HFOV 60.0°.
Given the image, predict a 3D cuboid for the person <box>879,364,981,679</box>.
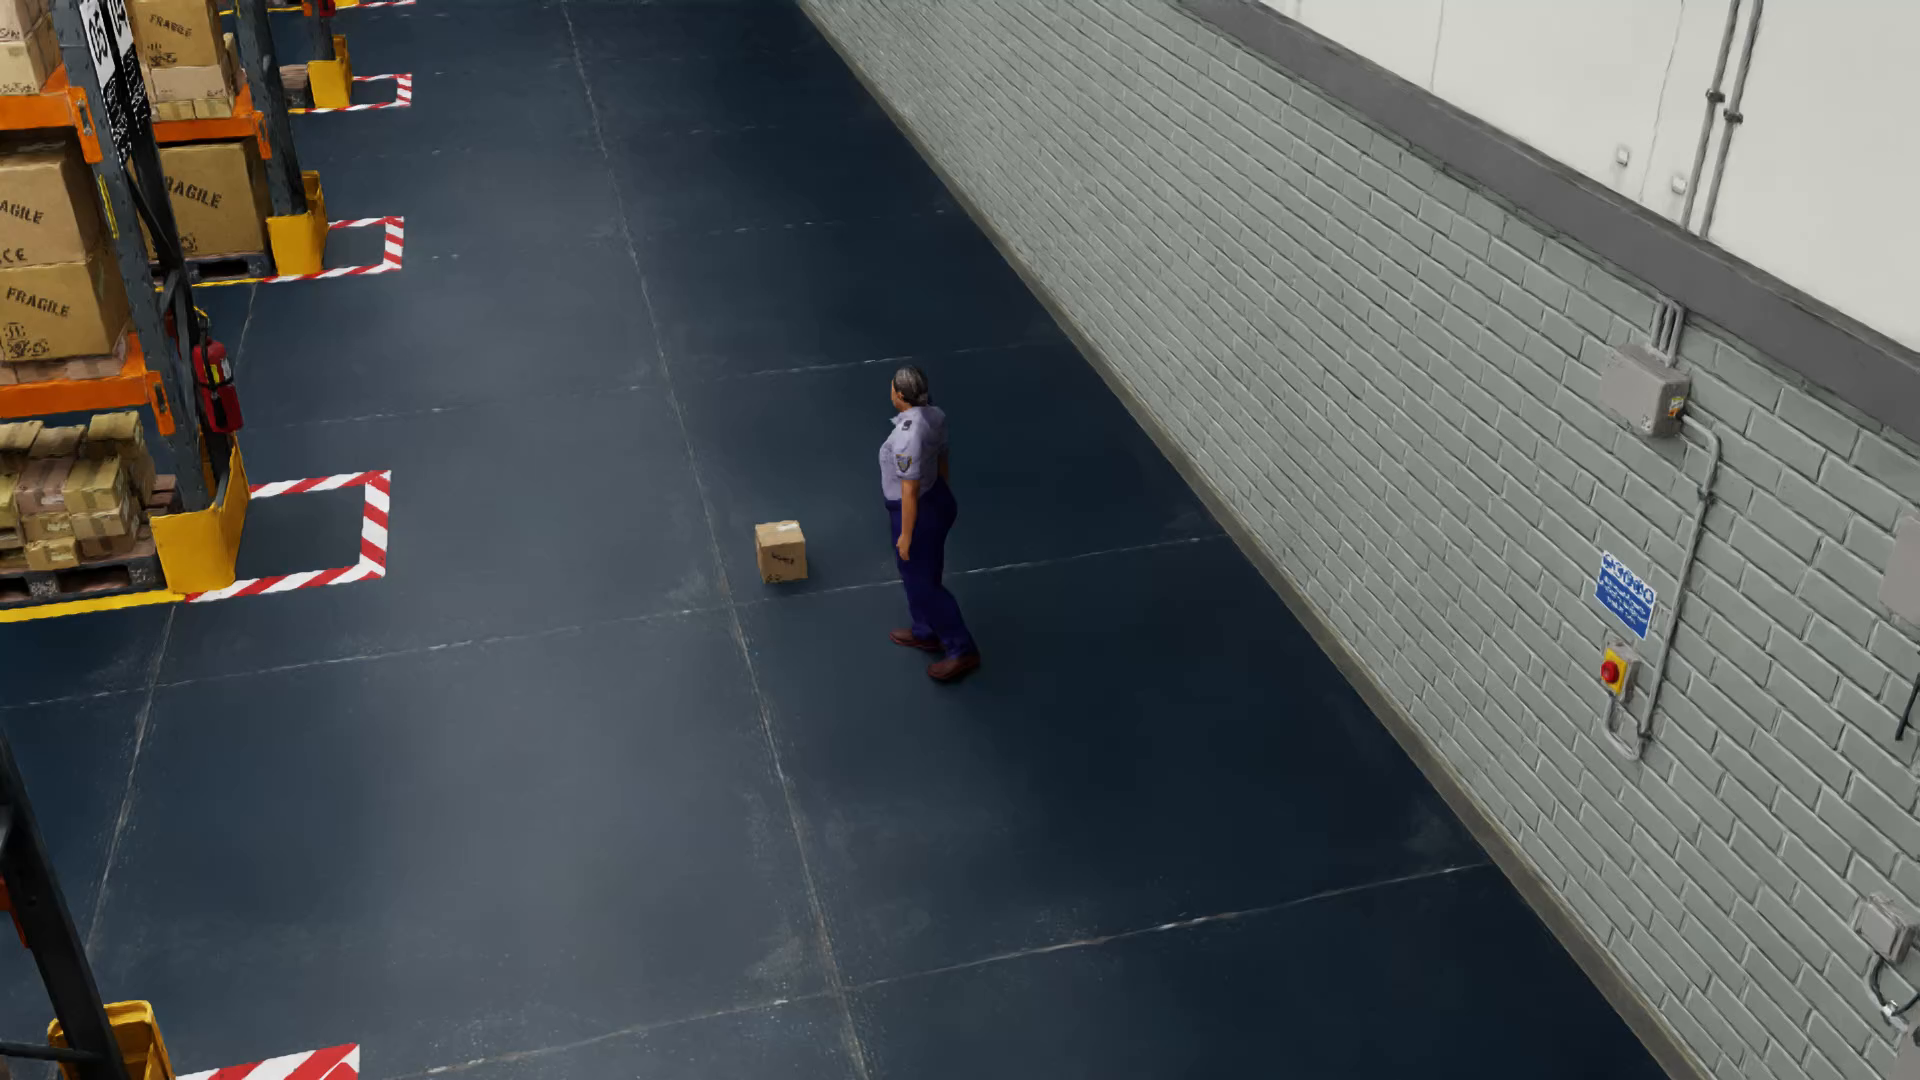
[{"bbox_3d":[-0.137,-0.100,8.422,0.556,1.634,0.529,9,32,14],"label":"person"}]
